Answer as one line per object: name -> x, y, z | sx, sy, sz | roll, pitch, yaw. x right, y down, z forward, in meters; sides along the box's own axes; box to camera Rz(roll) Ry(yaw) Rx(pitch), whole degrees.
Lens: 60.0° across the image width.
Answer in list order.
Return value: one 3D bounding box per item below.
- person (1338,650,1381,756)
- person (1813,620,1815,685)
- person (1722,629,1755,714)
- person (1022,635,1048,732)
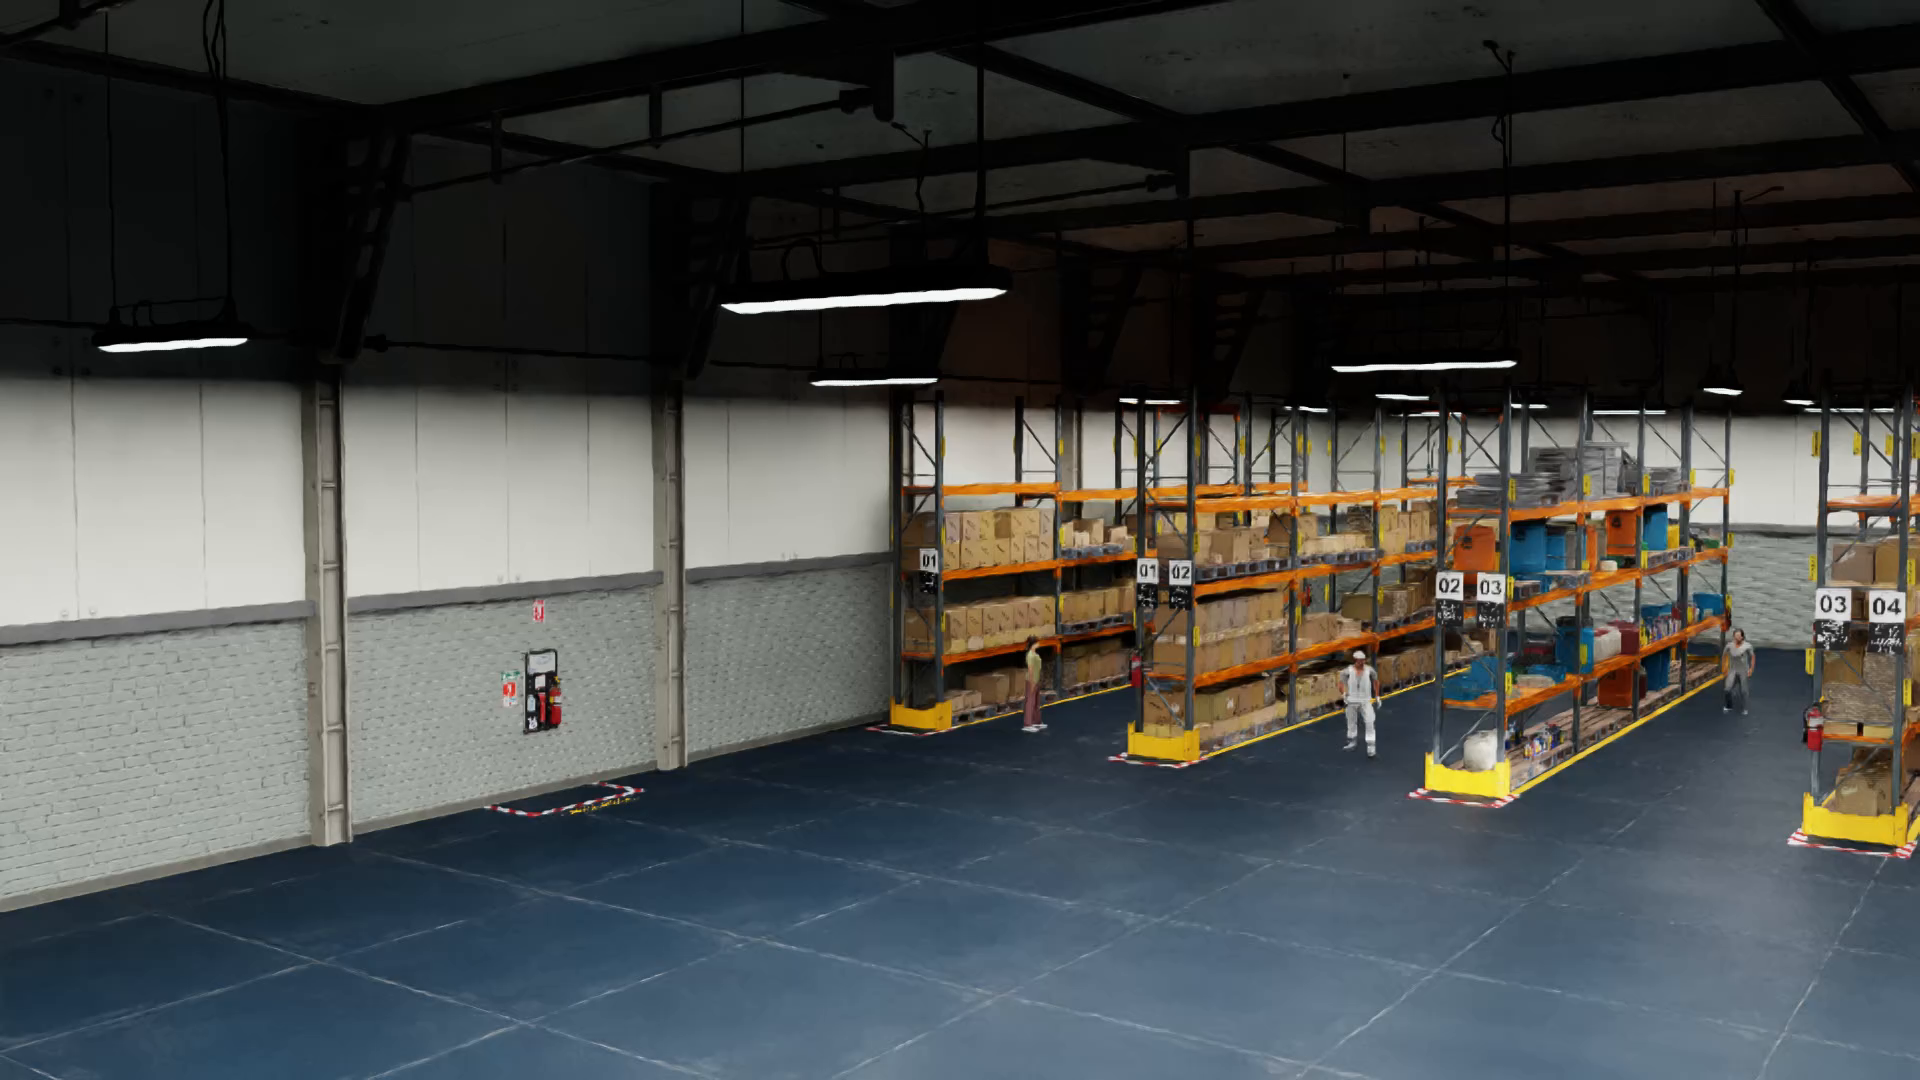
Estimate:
person -> 6.481, 2.616, 26.948 | 0.686, 1.716, 0.838 | 1, 3, 19
person -> 18.097, 2.208, 34.729 | 0.554, 1.669, 1.036 | 2, 4, 34
person -> 14.552, 2.451, 31.087 | 0.580, 1.618, 0.506 | 2, 4, 33
person -> 1.325, 2.507, 29.233 | 0.445, 1.674, 0.495 | 0, 3, 7
